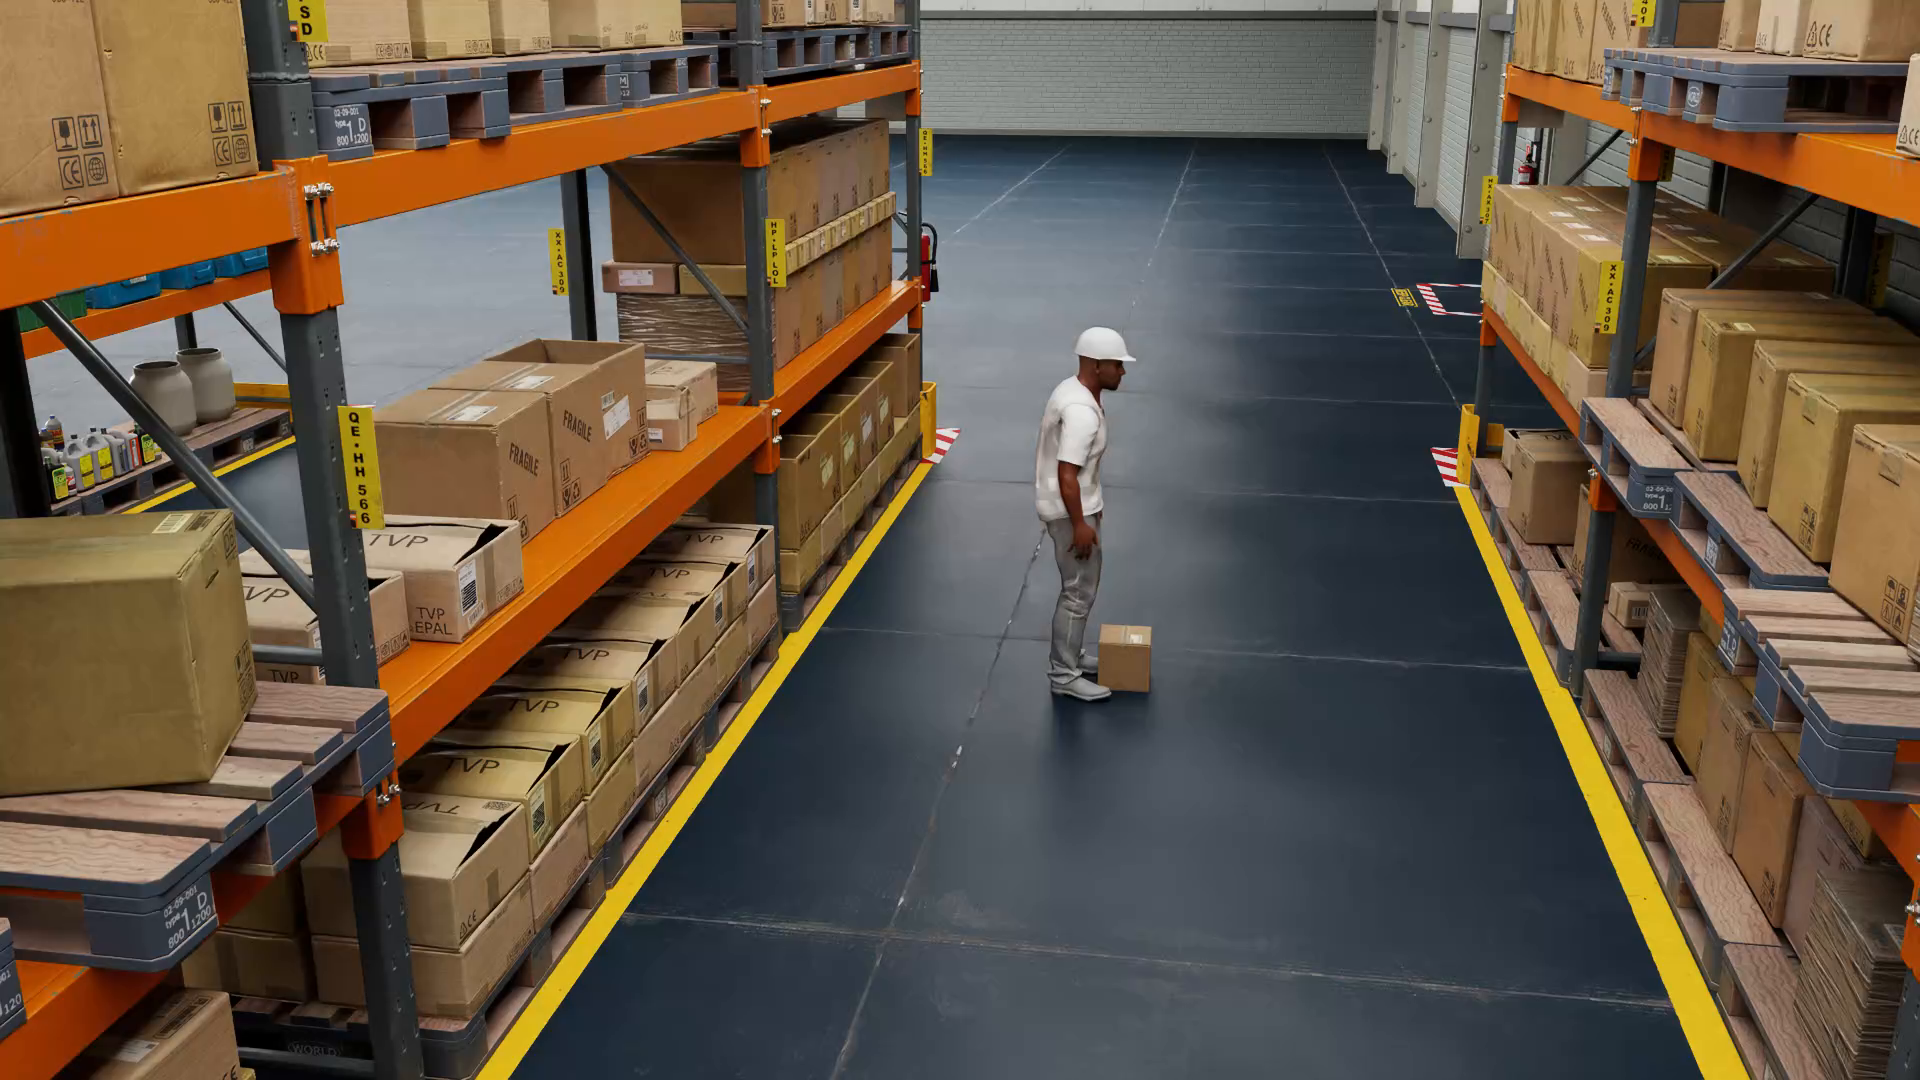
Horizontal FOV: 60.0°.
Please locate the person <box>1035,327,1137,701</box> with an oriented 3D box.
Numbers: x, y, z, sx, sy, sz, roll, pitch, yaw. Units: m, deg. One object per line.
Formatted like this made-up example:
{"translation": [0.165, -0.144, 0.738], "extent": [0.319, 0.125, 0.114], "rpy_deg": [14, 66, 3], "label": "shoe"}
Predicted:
{"translation": [0.590, -0.144, 7.973], "extent": [0.463, 1.760, 0.632], "rpy_deg": [3, 18, 8], "label": "person"}
